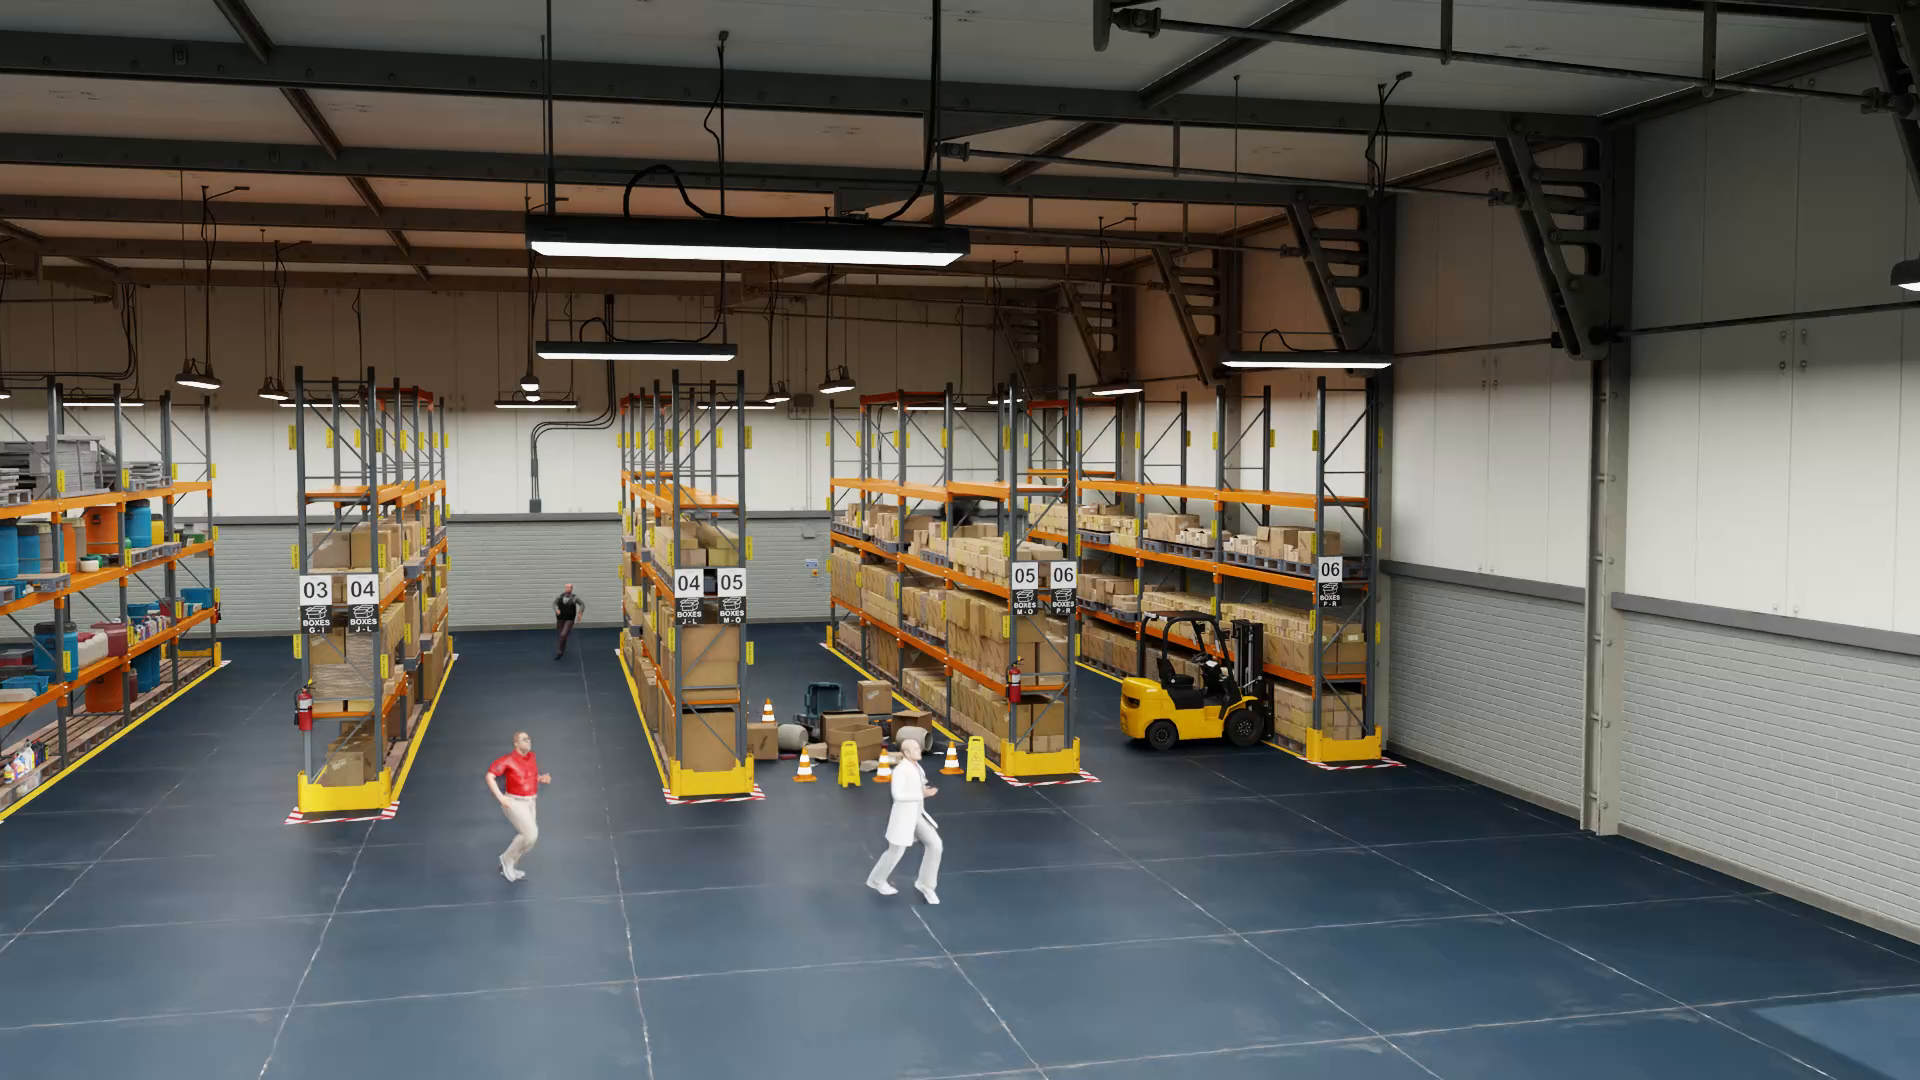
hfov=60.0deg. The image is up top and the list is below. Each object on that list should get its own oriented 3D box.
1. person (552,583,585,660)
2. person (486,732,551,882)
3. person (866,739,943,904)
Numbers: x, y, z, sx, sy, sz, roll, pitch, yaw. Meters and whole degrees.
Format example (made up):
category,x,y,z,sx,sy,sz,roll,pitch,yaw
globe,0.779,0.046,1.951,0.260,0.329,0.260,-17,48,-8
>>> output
category,x,y,z,sx,sy,sz,roll,pitch,yaw
person,-9.021,1.890,38.151,0.718,1.636,0.895,0,3,7
person,-4.982,3.022,18.929,0.666,1.689,0.658,1,4,21
person,-0.630,3.058,18.000,0.896,1.836,0.681,2,4,28
